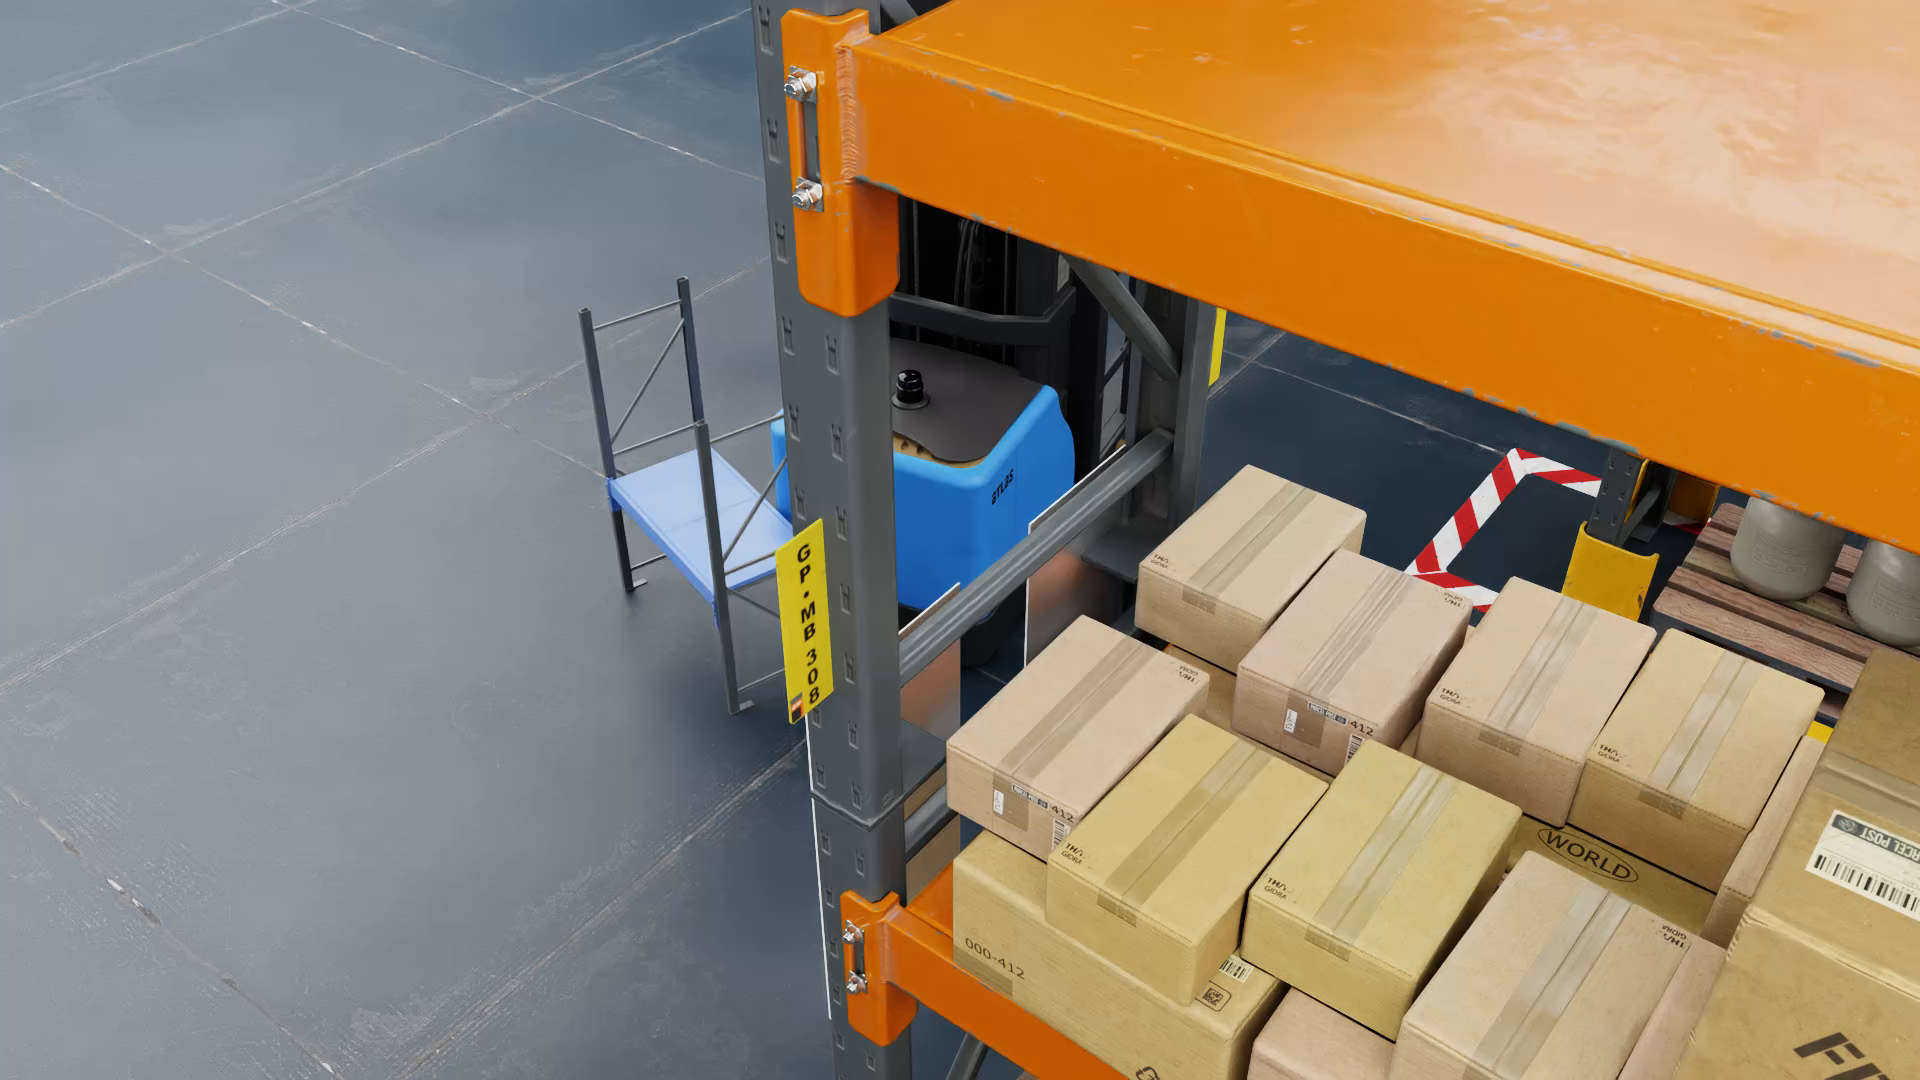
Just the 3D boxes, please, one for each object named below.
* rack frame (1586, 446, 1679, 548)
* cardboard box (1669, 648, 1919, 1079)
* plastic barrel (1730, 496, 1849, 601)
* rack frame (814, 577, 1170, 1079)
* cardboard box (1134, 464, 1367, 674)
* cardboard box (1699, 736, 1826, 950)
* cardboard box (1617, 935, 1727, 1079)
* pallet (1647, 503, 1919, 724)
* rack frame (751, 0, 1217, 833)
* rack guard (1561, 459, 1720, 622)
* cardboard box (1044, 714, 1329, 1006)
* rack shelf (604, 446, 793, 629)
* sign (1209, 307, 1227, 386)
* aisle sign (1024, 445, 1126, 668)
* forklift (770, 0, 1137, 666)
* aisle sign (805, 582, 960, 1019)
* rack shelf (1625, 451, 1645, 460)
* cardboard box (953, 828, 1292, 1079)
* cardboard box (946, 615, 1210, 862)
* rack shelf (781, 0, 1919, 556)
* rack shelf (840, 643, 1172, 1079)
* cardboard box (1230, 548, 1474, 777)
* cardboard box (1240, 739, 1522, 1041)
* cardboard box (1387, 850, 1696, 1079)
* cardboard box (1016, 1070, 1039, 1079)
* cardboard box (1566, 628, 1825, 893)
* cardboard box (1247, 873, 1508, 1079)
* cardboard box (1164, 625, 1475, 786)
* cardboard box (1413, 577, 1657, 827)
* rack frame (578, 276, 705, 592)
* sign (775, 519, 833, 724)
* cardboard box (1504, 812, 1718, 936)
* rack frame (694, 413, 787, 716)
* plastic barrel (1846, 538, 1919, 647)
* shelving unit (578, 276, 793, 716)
[{"bbox_3d":[3.120,-1.046,7.014,0.127,3.000,1.000,25,45,29],"label":"rack frame"},{"bbox_3d":[1.126,0.533,1.836,0.500,0.500,0.500,25,44,28],"label":"cardboard box"},{"bbox_3d":[3.689,-0.023,7.384,0.421,0.512,0.421,0,38,0],"label":"plastic barrel"},{"bbox_3d":[0.111,1.379,3.916,0.127,3.000,1.000,25,45,29],"label":"rack frame"},{"bbox_3d":[0.521,0.051,2.977,0.250,0.149,0.380,25,45,29],"label":"cardboard box"},{"bbox_3d":[1.275,0.491,2.415,0.250,0.149,0.380,26,45,29],"label":"cardboard box"},{"bbox_3d":[0.975,0.725,2.116,0.250,0.149,0.380,25,45,28],"label":"cardboard box"},{"bbox_3d":[3.851,0.364,7.474,1.213,0.211,1.003,25,45,29],"label":"pallet"},{"bbox_3d":[0.111,-0.983,2.067,0.127,3.000,1.000,25,45,29],"label":"rack frame"},{"bbox_3d":[3.209,-0.056,7.777,0.348,0.500,1.175,25,45,29],"label":"rack guard"},{"bbox_3d":[0.336,0.461,2.454,0.250,0.149,0.380,26,45,29],"label":"cardboard box"},{"bbox_3d":[-1.079,-0.046,7.245,0.538,0.185,1.000,-24,44,-27],"label":"rack shelf"},{"bbox_3d":[0.464,-0.415,3.056,0.005,0.325,0.100,25,45,29],"label":"sign"},{"bbox_3d":[0.244,0.185,3.332,0.004,0.787,0.394,25,45,29],"label":"aisle sign"},{"bbox_3d":[0.270,-1.502,7.652,1.130,2.935,3.031,16,41,20],"label":"forklift"},{"bbox_3d":[-0.121,0.479,2.957,0.004,0.787,0.394,25,45,29],"label":"aisle sign"},{"bbox_3d":[4.708,-0.014,6.279,4.000,0.370,1.077,25,45,29],"label":"rack shelf"},{"bbox_3d":[0.336,0.564,2.645,0.500,0.250,0.500,27,45,30],"label":"cardboard box"},{"bbox_3d":[0.189,0.317,2.638,0.250,0.149,0.380,25,44,28],"label":"cardboard box"},{"bbox_3d":[1.699,0.051,1.333,4.000,0.370,1.077,25,45,29],"label":"rack shelf"},{"bbox_3d":[1.699,1.230,2.256,4.000,0.370,1.077,25,45,29],"label":"rack shelf"},{"bbox_3d":[0.656,0.206,2.779,0.250,0.149,0.380,24,44,27],"label":"cardboard box"},{"bbox_3d":[0.612,0.495,2.410,0.250,0.149,0.380,24,44,28],"label":"cardboard box"},{"bbox_3d":[0.785,0.632,2.235,0.250,0.149,0.380,27,46,30],"label":"cardboard box"},{"bbox_3d":[0.382,1.168,3.052,0.500,0.500,0.500,25,45,29],"label":"cardboard box"},{"bbox_3d":[1.154,0.337,2.612,0.250,0.149,0.380,26,45,29],"label":"cardboard box"},{"bbox_3d":[0.750,0.754,2.402,0.500,0.250,0.500,24,44,28],"label":"cardboard box"},{"bbox_3d":[0.648,0.313,2.966,0.500,0.250,0.500,26,45,30],"label":"cardboard box"},{"bbox_3d":[0.940,0.255,2.717,0.250,0.149,0.380,23,44,27],"label":"cardboard box"},{"bbox_3d":[-1.372,-0.444,7.461,0.500,1.500,0.032,-24,44,-27],"label":"rack frame"},{"bbox_3d":[-0.219,0.120,2.382,0.005,0.325,0.100,25,45,29],"label":"sign"},{"bbox_3d":[1.046,0.499,2.729,0.500,0.250,0.500,26,45,29],"label":"cardboard box"},{"bbox_3d":[-0.786,0.068,6.807,0.500,1.500,0.032,-24,44,-27],"label":"rack frame"},{"bbox_3d":[4.087,0.165,7.144,0.421,0.512,0.421,0,38,0],"label":"plastic barrel"},{"bbox_3d":[-1.079,-0.188,7.134,0.538,1.500,1.048,-24,44,-27],"label":"shelving unit"}]
